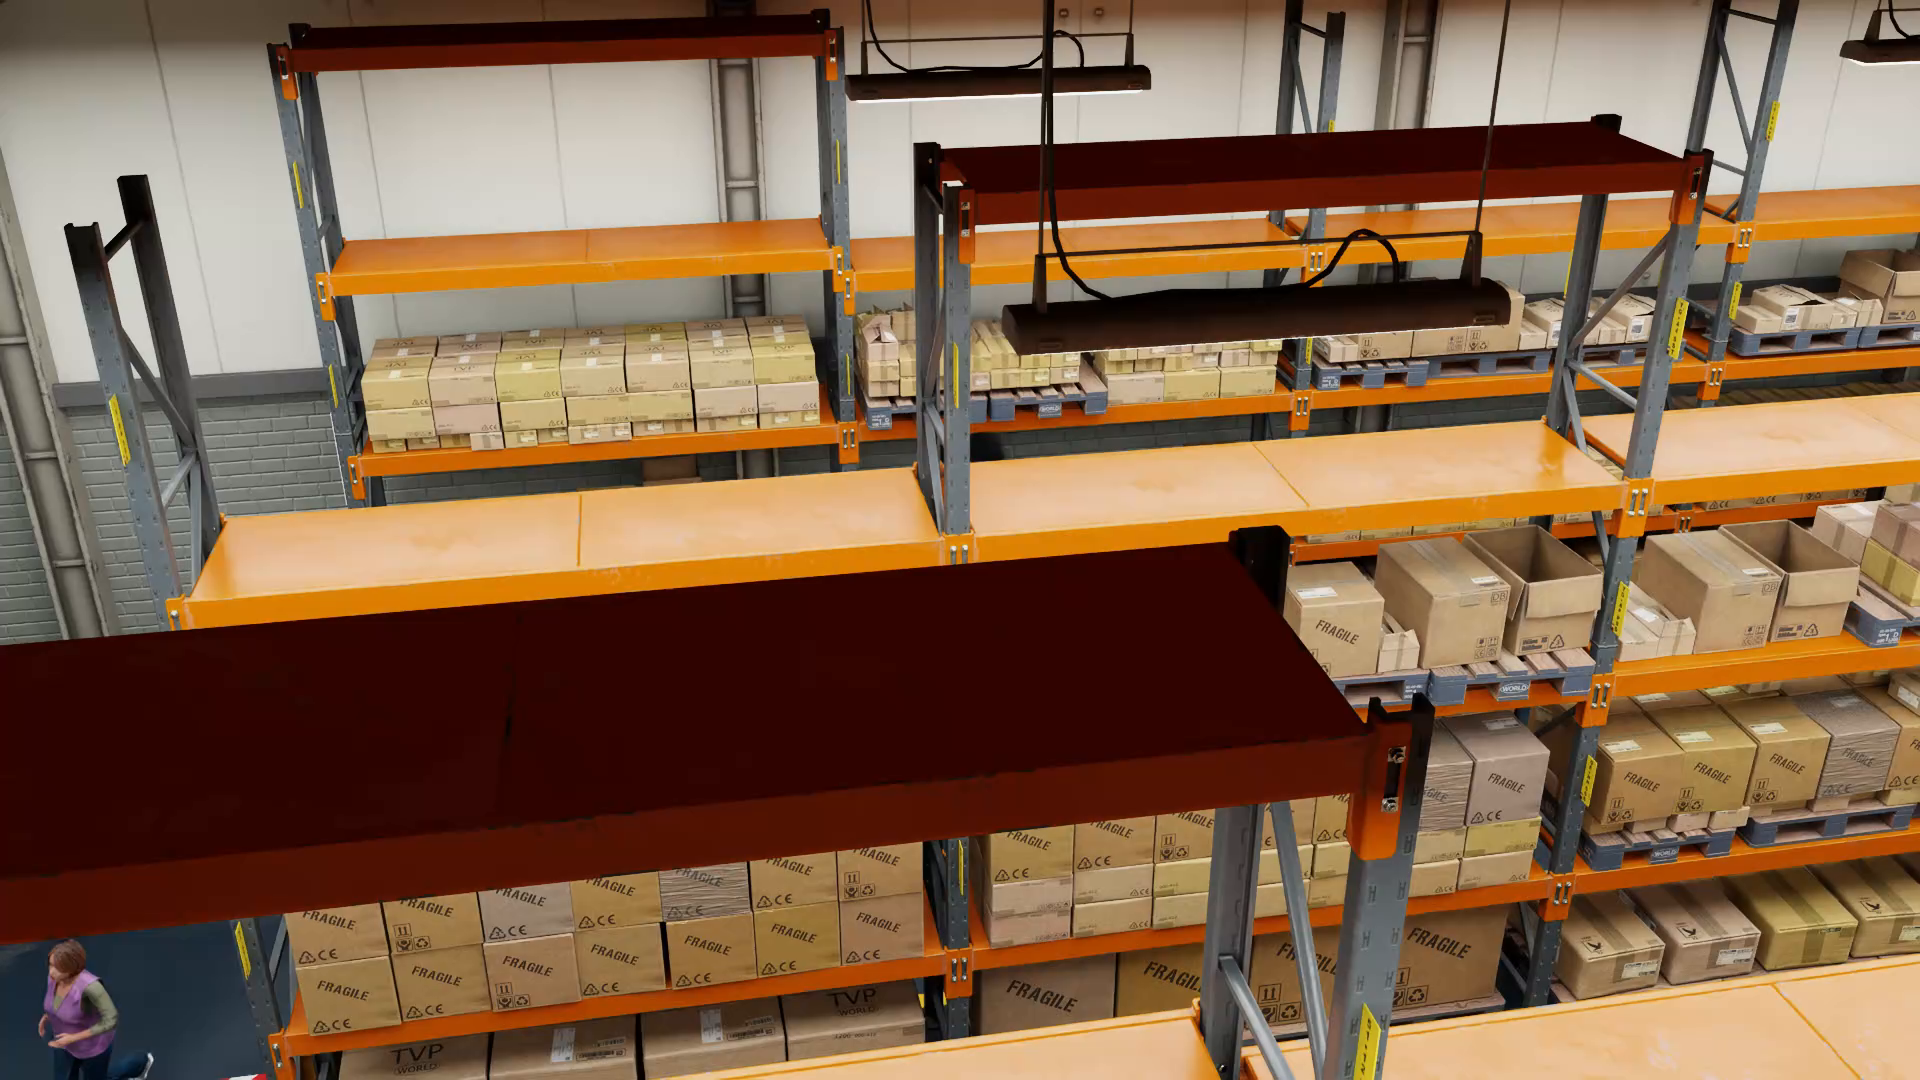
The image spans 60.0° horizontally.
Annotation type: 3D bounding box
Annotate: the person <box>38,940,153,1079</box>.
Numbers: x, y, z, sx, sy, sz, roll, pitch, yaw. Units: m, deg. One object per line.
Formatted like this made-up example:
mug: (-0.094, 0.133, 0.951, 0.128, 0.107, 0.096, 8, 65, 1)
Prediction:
person: (-5.309, 3.060, 10.229, 0.579, 1.572, 0.754, 11, 28, 22)
